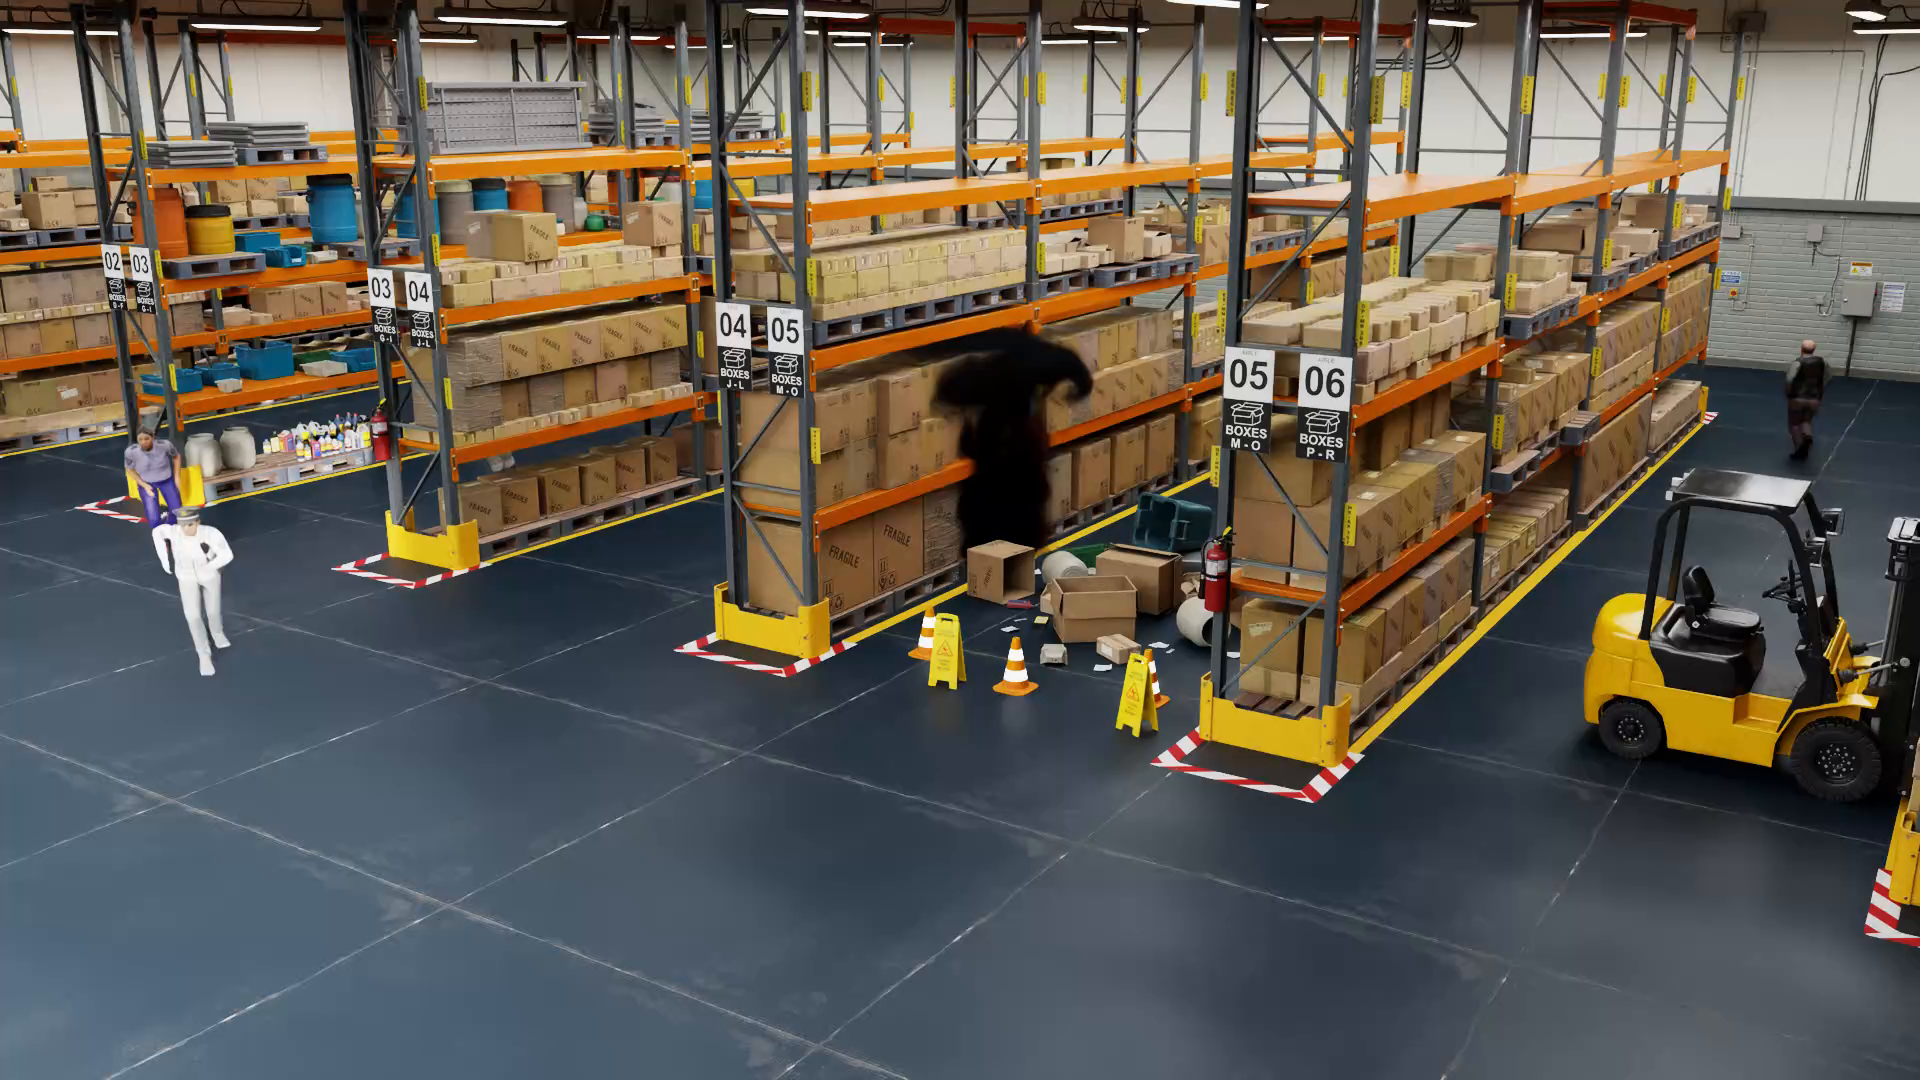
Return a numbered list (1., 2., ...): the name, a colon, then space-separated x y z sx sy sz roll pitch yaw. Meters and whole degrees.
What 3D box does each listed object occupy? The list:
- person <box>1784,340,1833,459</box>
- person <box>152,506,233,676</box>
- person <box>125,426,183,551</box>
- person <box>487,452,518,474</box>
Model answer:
1. person: 11.780 -1.934 23.103 0.620 1.665 0.557 2 16 7
2. person: -6.846 0.399 14.971 0.657 1.611 0.951 -5 16 -17
3. person: -9.013 -0.604 18.642 0.584 1.490 0.829 -9 18 -30
4. person: -5.902 -1.451 21.114 0.628 1.829 0.843 9 18 29
